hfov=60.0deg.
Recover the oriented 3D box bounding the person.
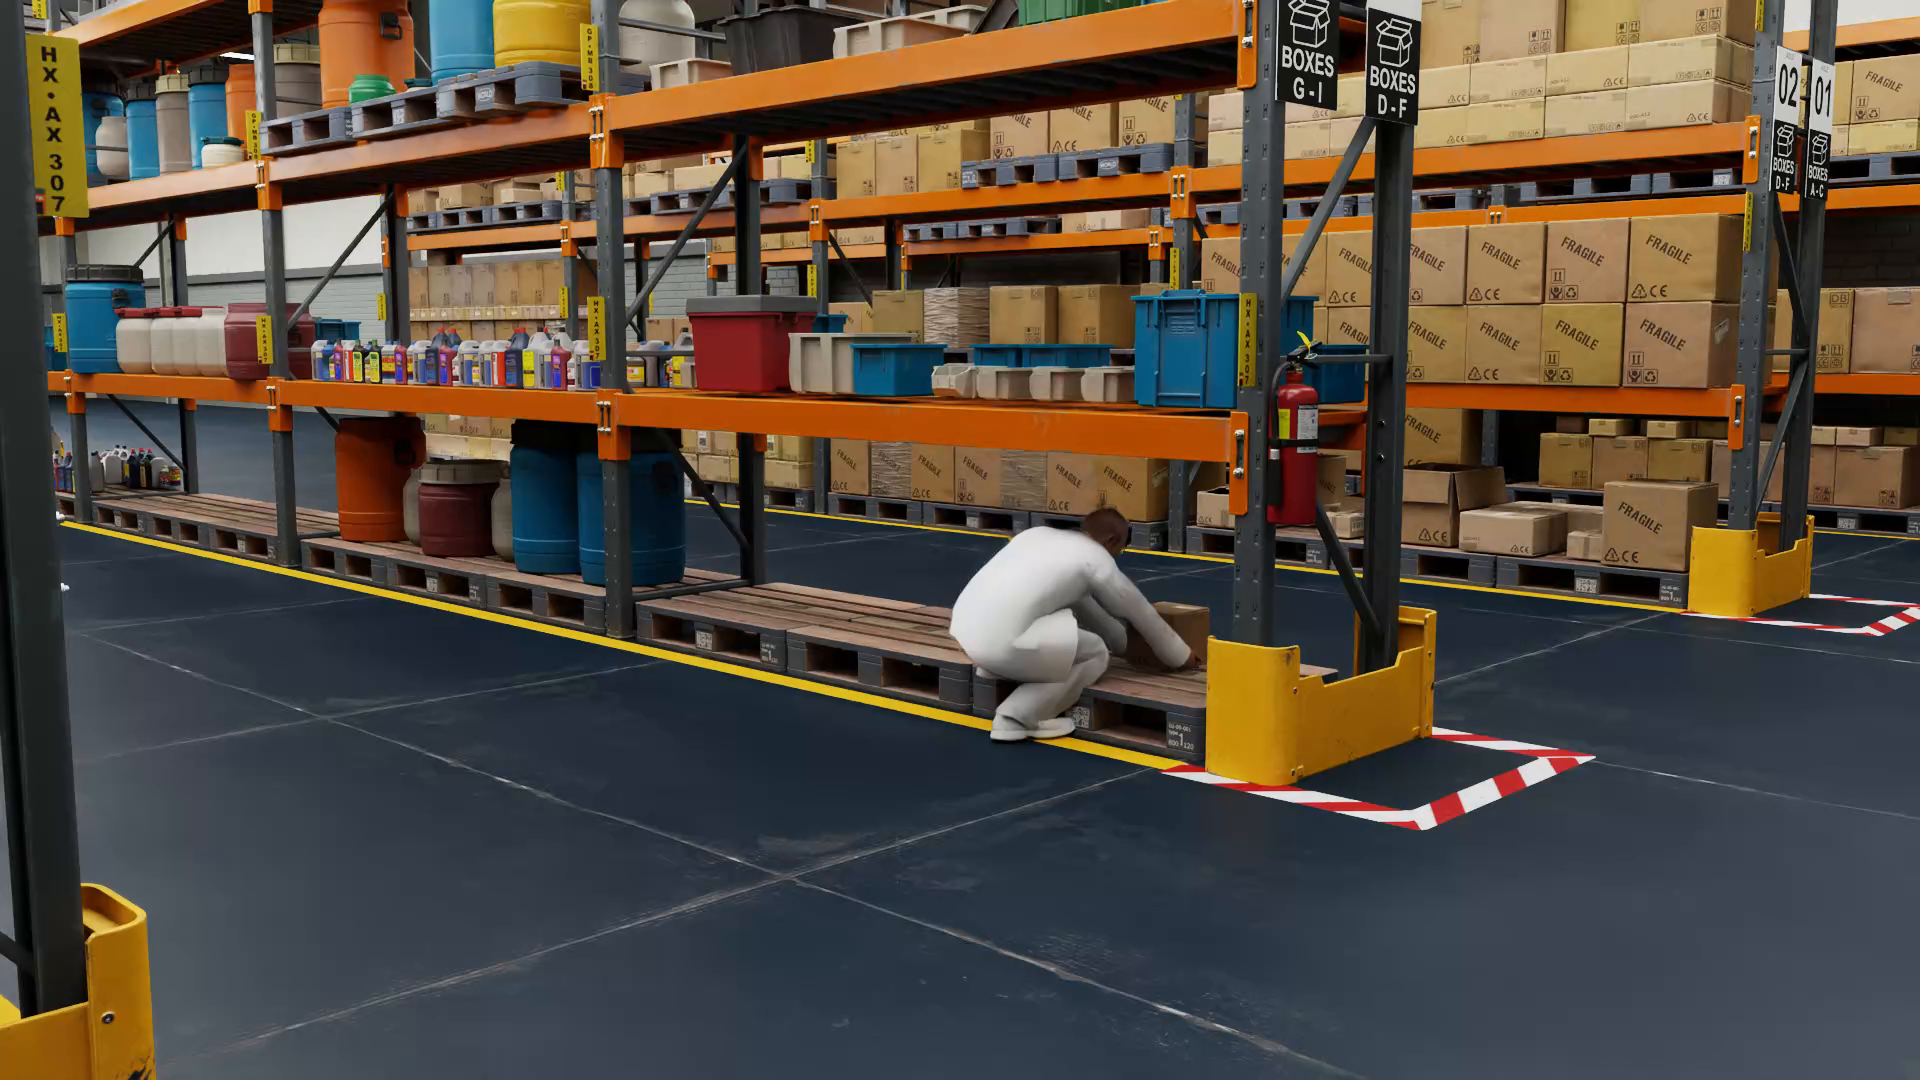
[{"bbox_3d":[0.467,0.324,6.851,1.131,0.889,0.591,-4,8,-29],"label":"person"}]
